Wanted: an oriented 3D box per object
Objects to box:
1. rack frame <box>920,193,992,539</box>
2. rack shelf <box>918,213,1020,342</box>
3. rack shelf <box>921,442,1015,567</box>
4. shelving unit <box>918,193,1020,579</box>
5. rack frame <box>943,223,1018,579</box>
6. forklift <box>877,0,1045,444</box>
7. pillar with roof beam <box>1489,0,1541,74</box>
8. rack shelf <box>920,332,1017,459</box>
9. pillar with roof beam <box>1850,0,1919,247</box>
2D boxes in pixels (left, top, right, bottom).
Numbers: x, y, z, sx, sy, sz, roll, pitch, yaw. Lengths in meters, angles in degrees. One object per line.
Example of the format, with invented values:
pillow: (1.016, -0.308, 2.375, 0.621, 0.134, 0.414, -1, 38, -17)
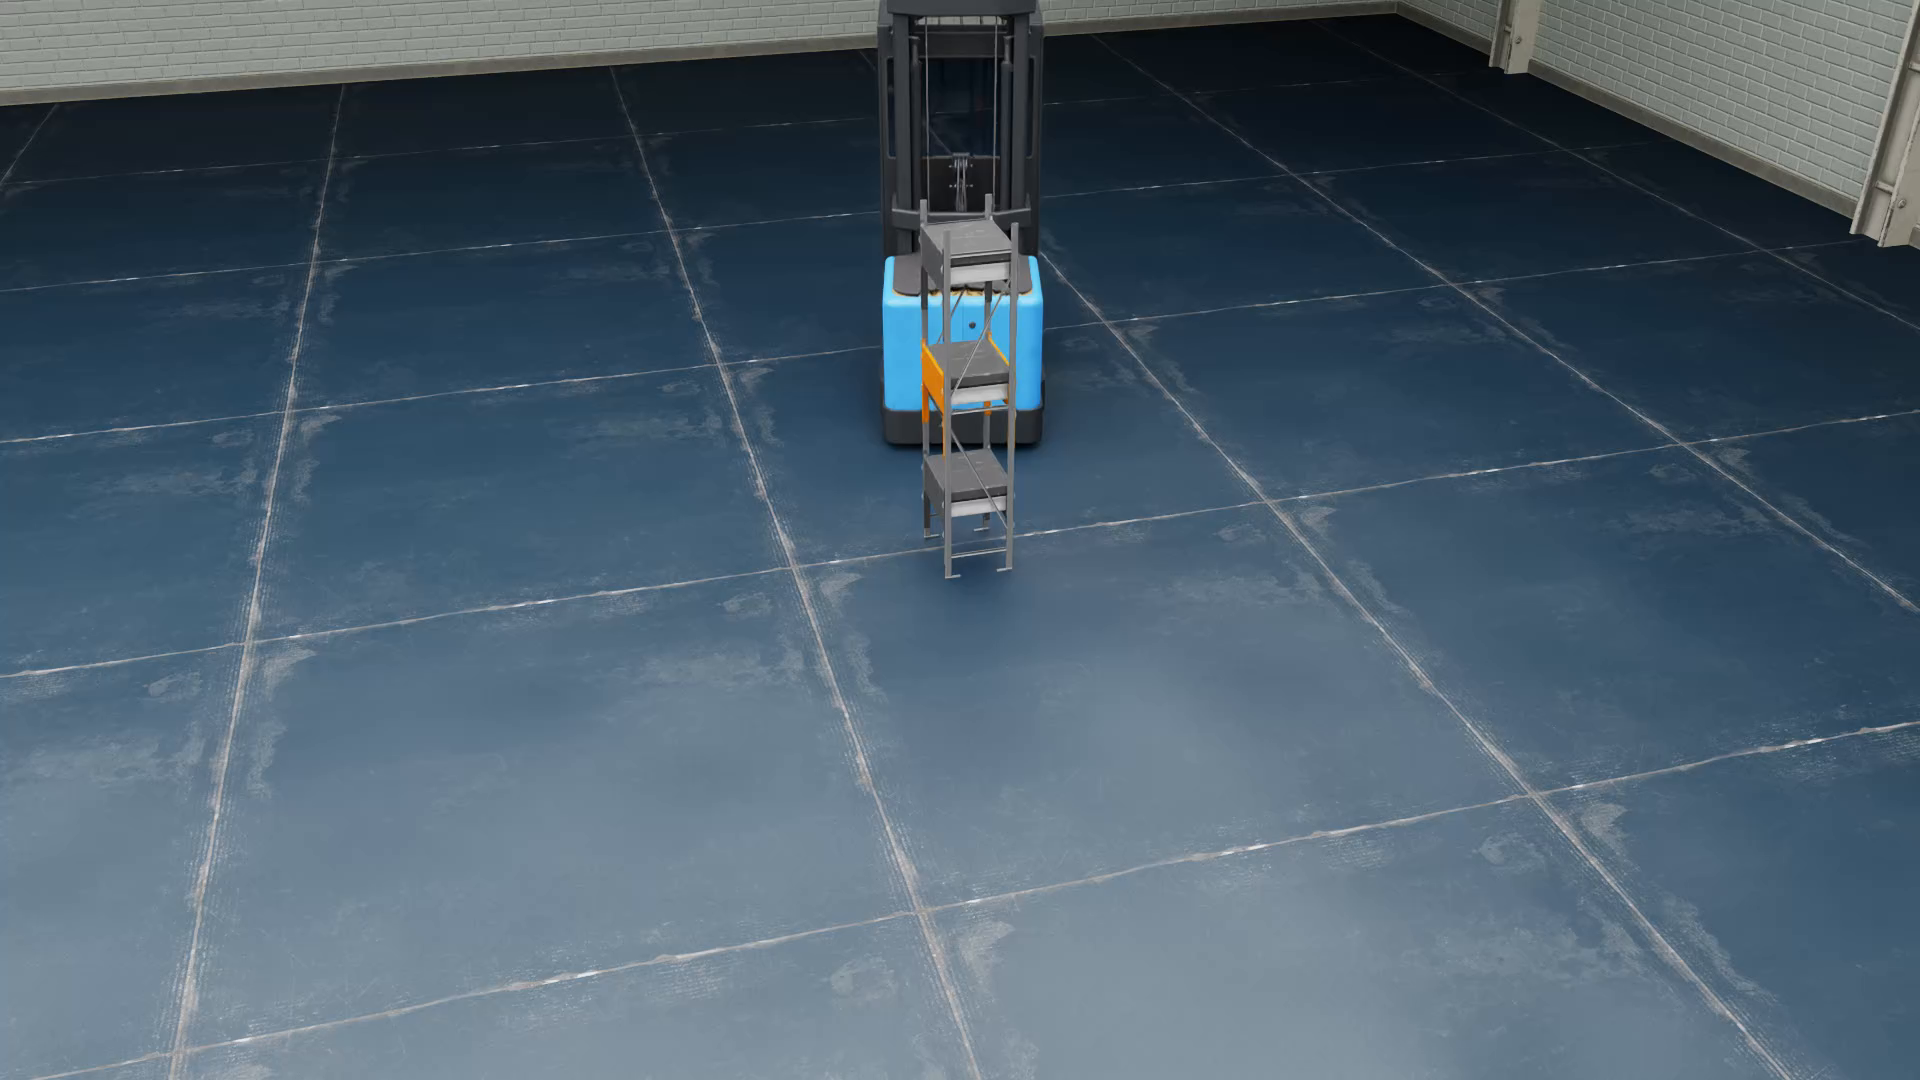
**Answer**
rack frame: (-0.021, -0.947, 9.521, 0.400, 2.100, 0.015, -8, 31, -13)
rack shelf: (0.044, -1.423, 8.973, 0.431, 0.518, 0.480, -8, 31, -13)
rack shelf: (0.044, -0.211, 9.674, 0.431, 0.518, 0.480, -8, 31, -13)
shelving unit: (0.044, -0.829, 9.317, 0.431, 2.100, 0.503, -8, 31, -13)
rack frame: (0.109, -0.711, 9.113, 0.400, 2.100, 0.015, -8, 31, -13)
forklift: (-0.001, -2.599, 11.545, 1.130, 2.935, 3.031, 0, 30, -1)
pillar with roof beam: (2.303, -8.862, 16.310, 9.100, 9.000, 0.400, -8, 31, -13)
rack shelf: (0.044, -0.817, 9.324, 0.431, 0.518, 0.480, -8, 31, -13)
pillar with roof beam: (3.896, -5.965, 11.303, 9.100, 9.000, 0.400, -8, 31, -13)
